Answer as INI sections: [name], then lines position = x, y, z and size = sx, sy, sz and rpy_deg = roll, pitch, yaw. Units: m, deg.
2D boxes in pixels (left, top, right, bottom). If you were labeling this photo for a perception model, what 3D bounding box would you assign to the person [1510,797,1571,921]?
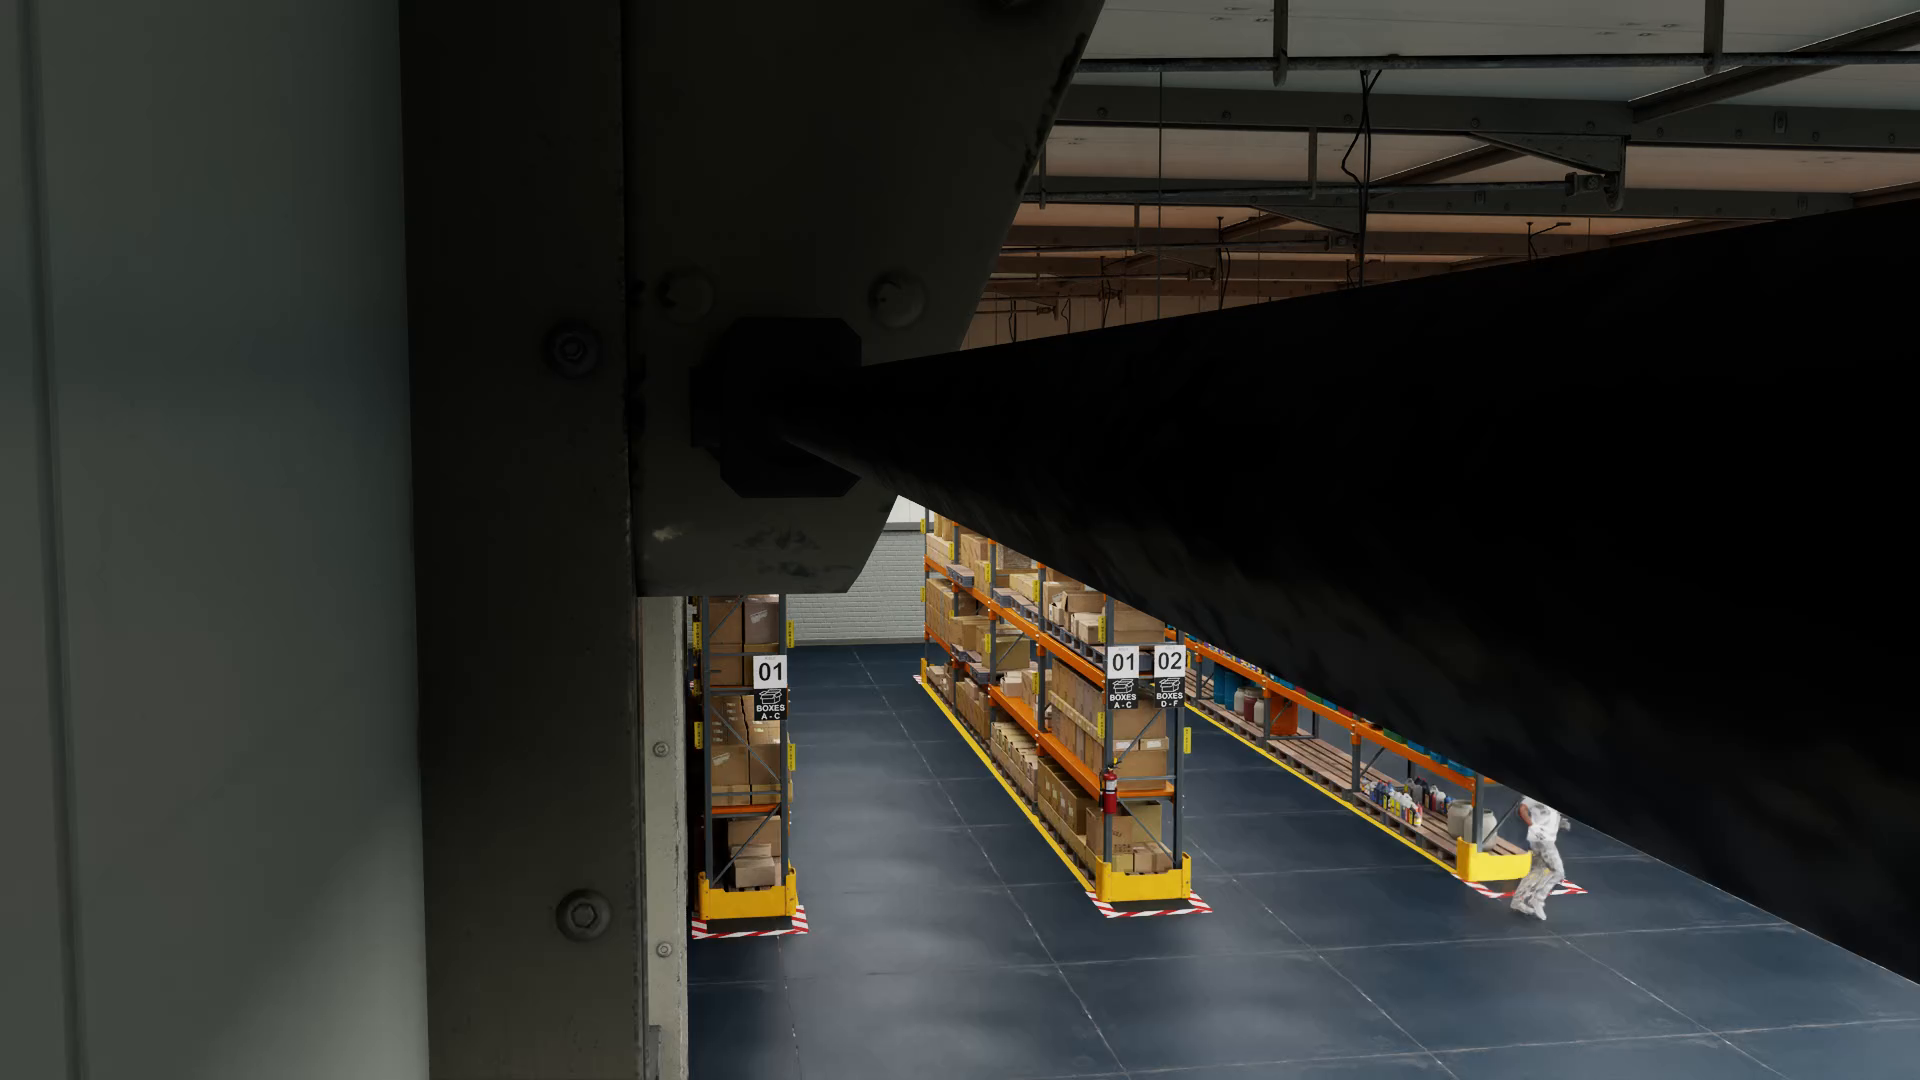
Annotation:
[person]
position = 7.088, 3.681, 20.261
size = 0.655, 1.784, 0.709
rpy_deg = 2, 6, 24
